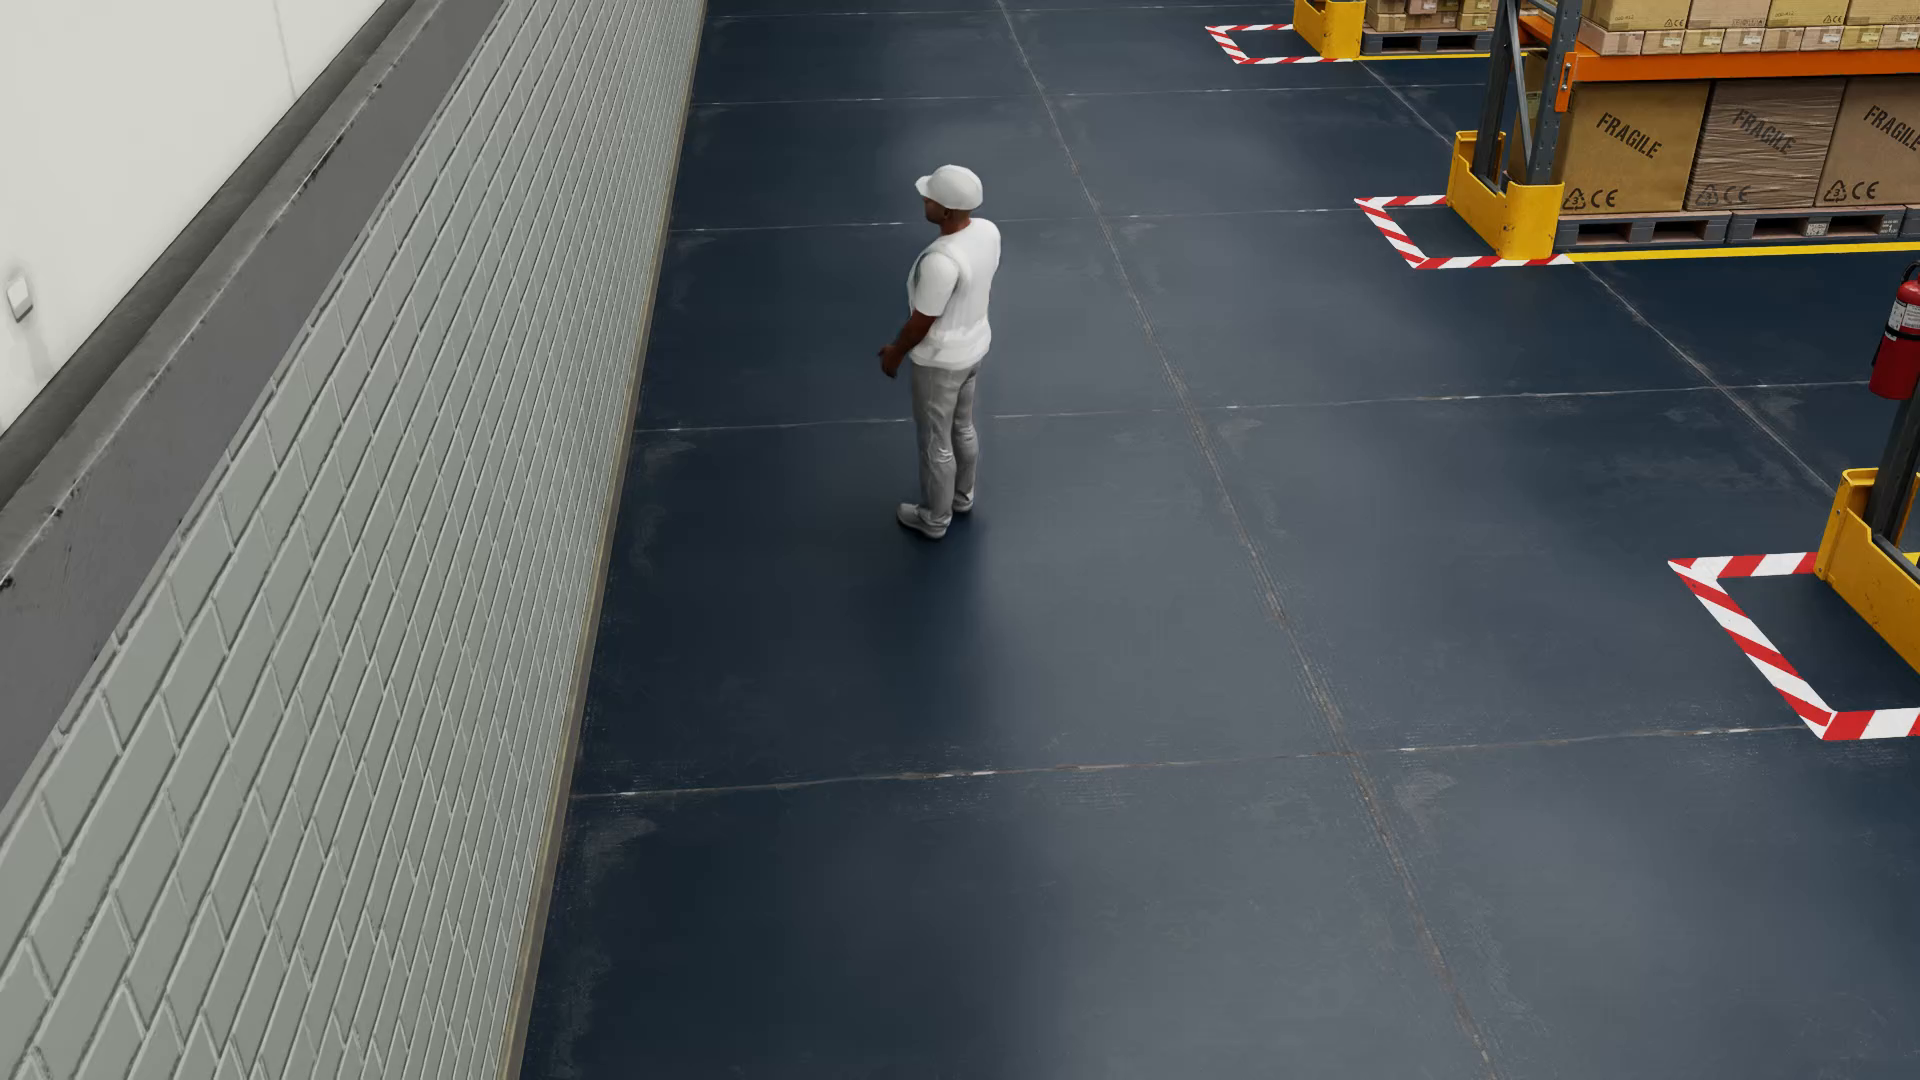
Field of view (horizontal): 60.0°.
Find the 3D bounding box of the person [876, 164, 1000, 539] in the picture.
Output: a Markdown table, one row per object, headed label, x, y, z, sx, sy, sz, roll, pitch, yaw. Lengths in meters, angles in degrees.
| label | x | y | z | sx | sy | sz | roll | pitch | yaw |
| --- | --- | --- | --- | --- | --- | --- | --- | --- | --- |
| person | -0.091 | -0.857 | 7.508 | 0.476 | 1.777 | 0.603 | 14 | 34 | 22 |
